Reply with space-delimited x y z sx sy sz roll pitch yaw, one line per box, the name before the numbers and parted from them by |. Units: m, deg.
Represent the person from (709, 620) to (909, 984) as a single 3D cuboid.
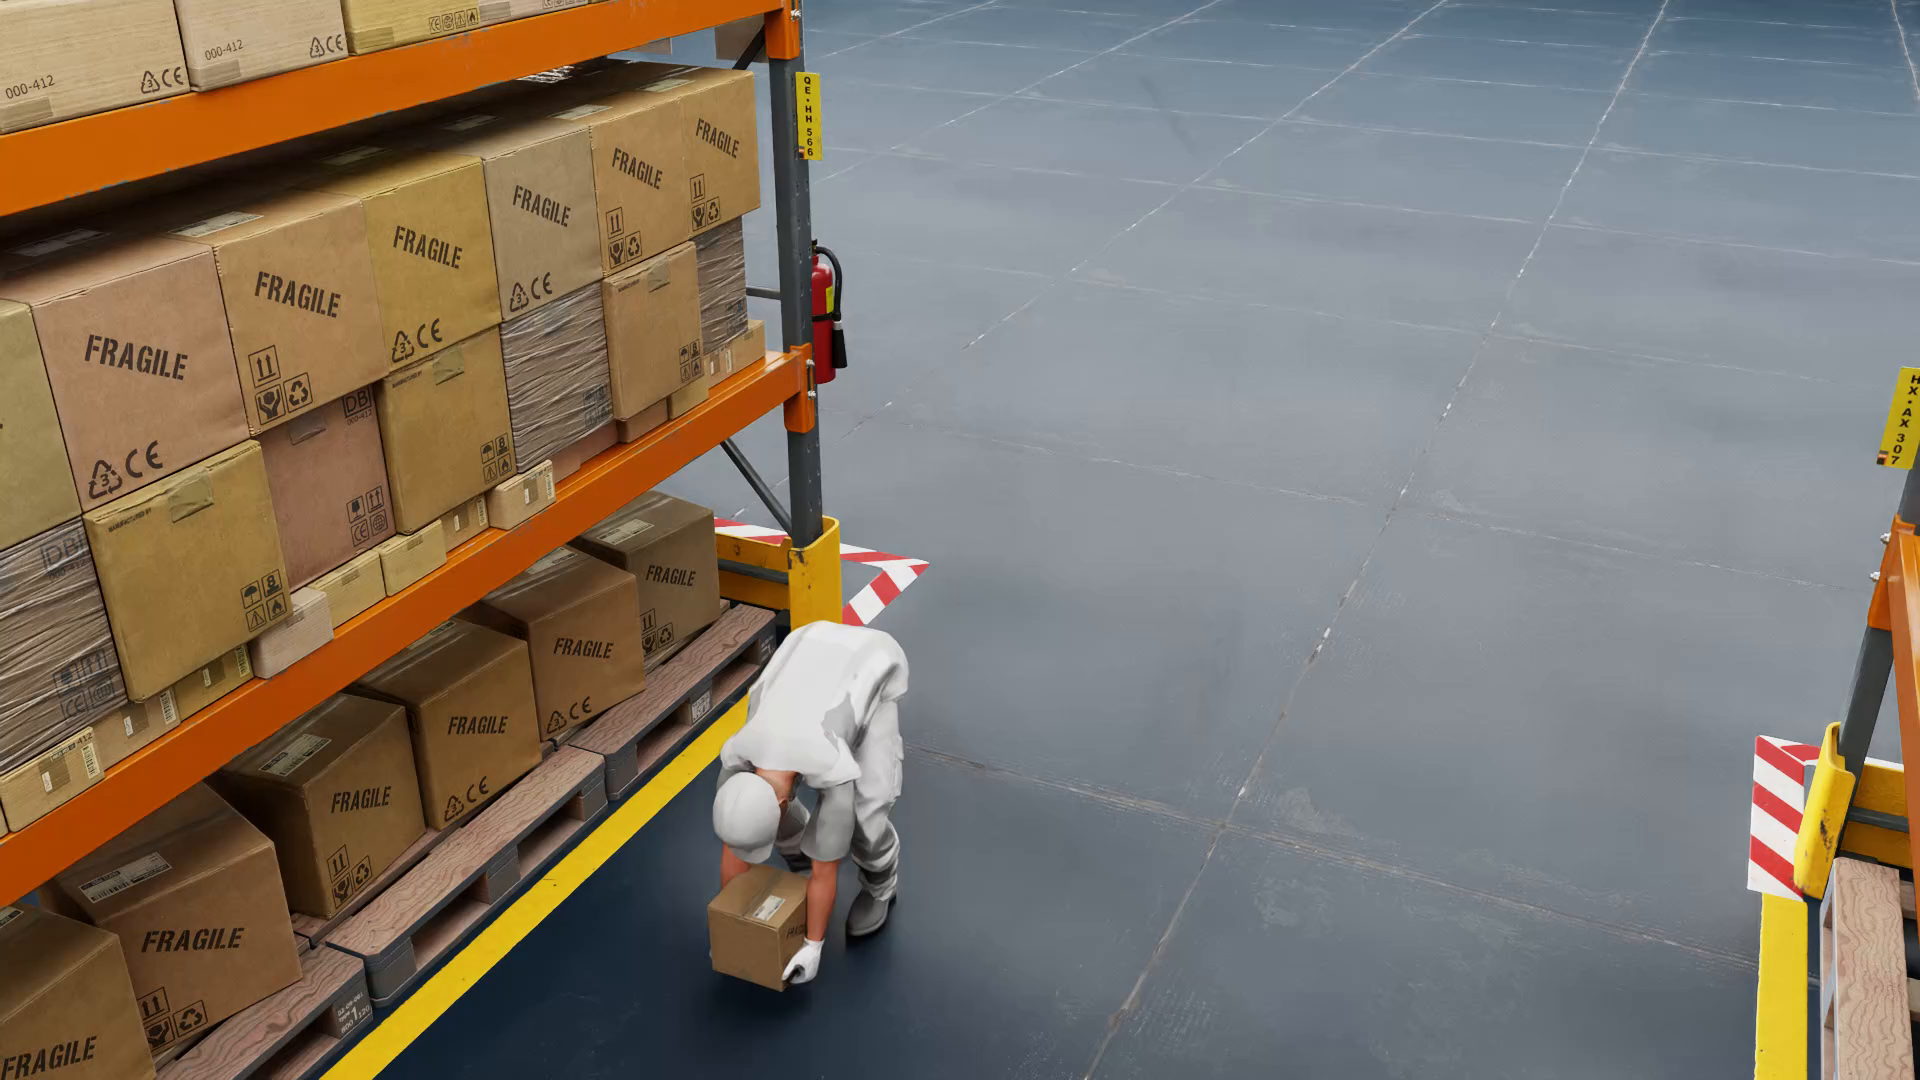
person | -0.474 0.841 5.237 0.522 1.010 0.952 10 28 19
